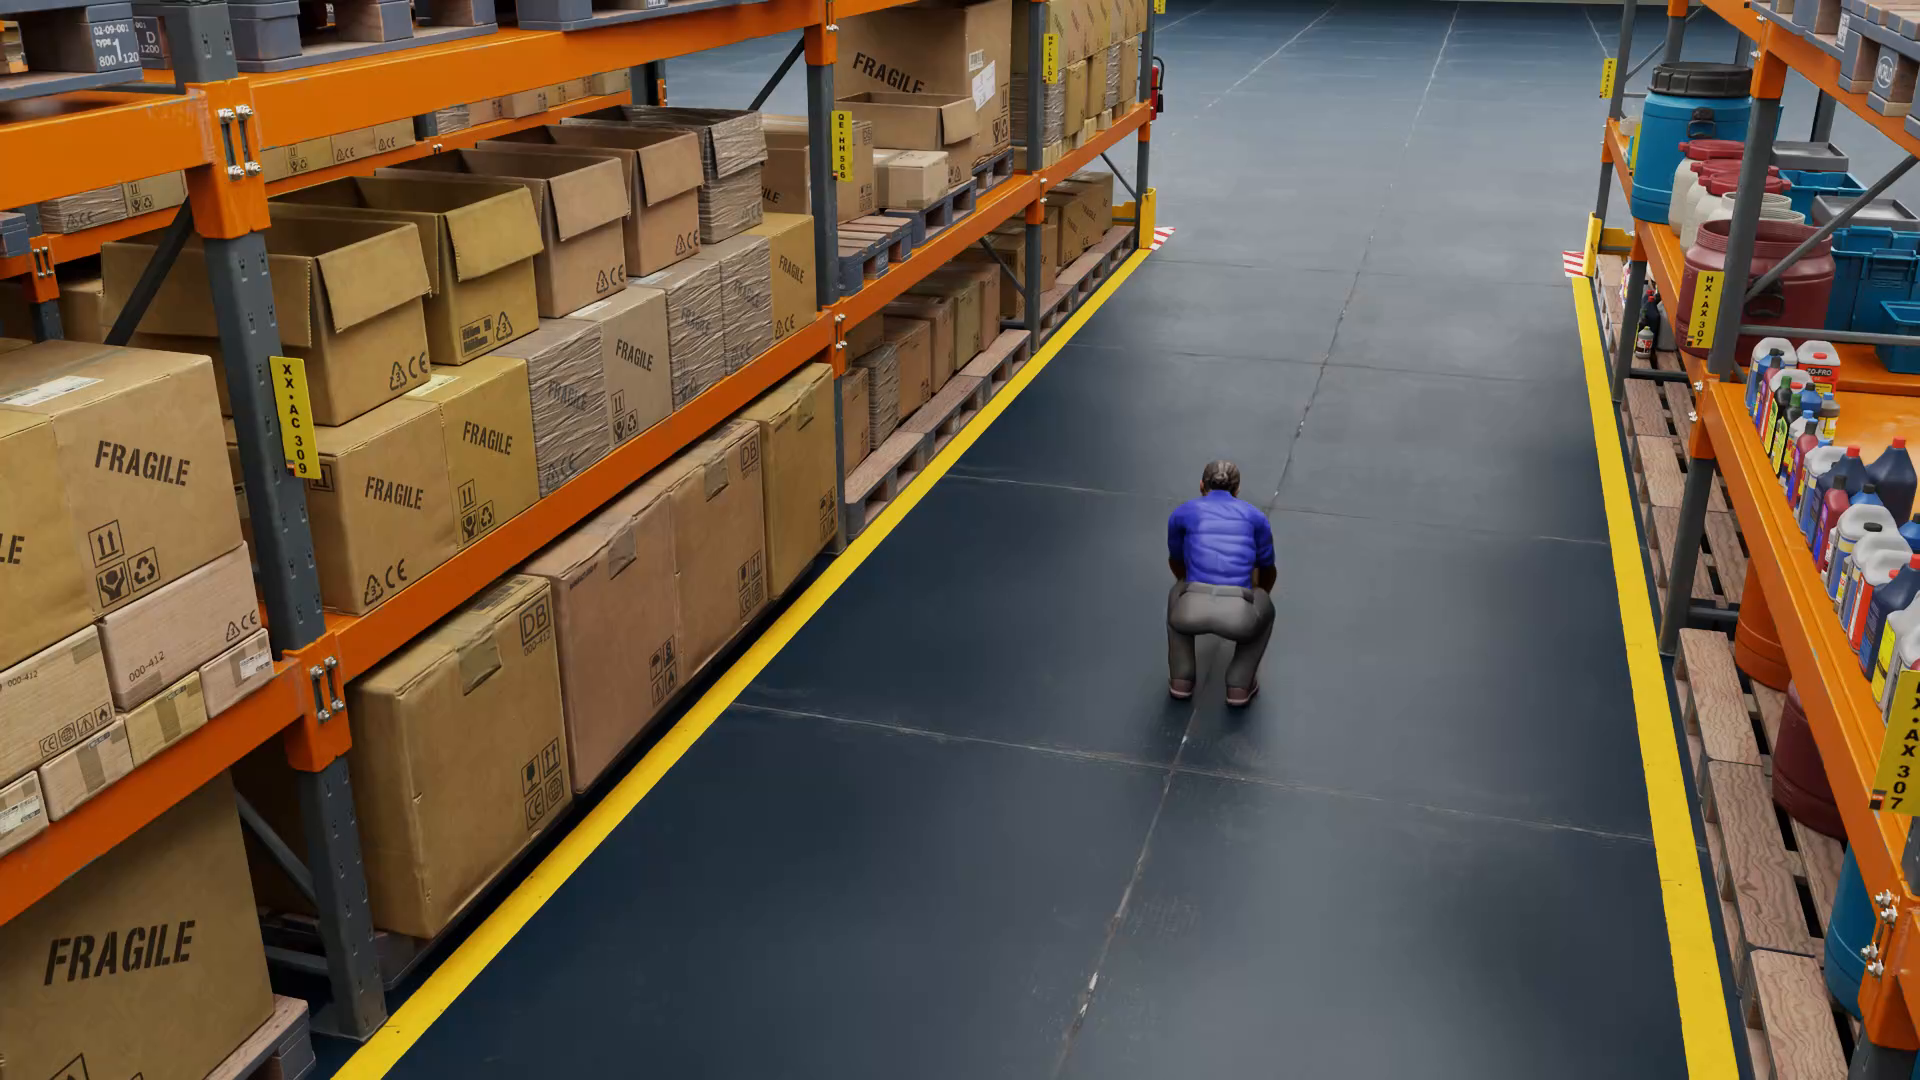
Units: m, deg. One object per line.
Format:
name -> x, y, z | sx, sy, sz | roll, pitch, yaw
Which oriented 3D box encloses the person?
person -> 1.112, 0.174, 7.160 | 0.496, 0.921, 0.830 | 6, 23, 16
